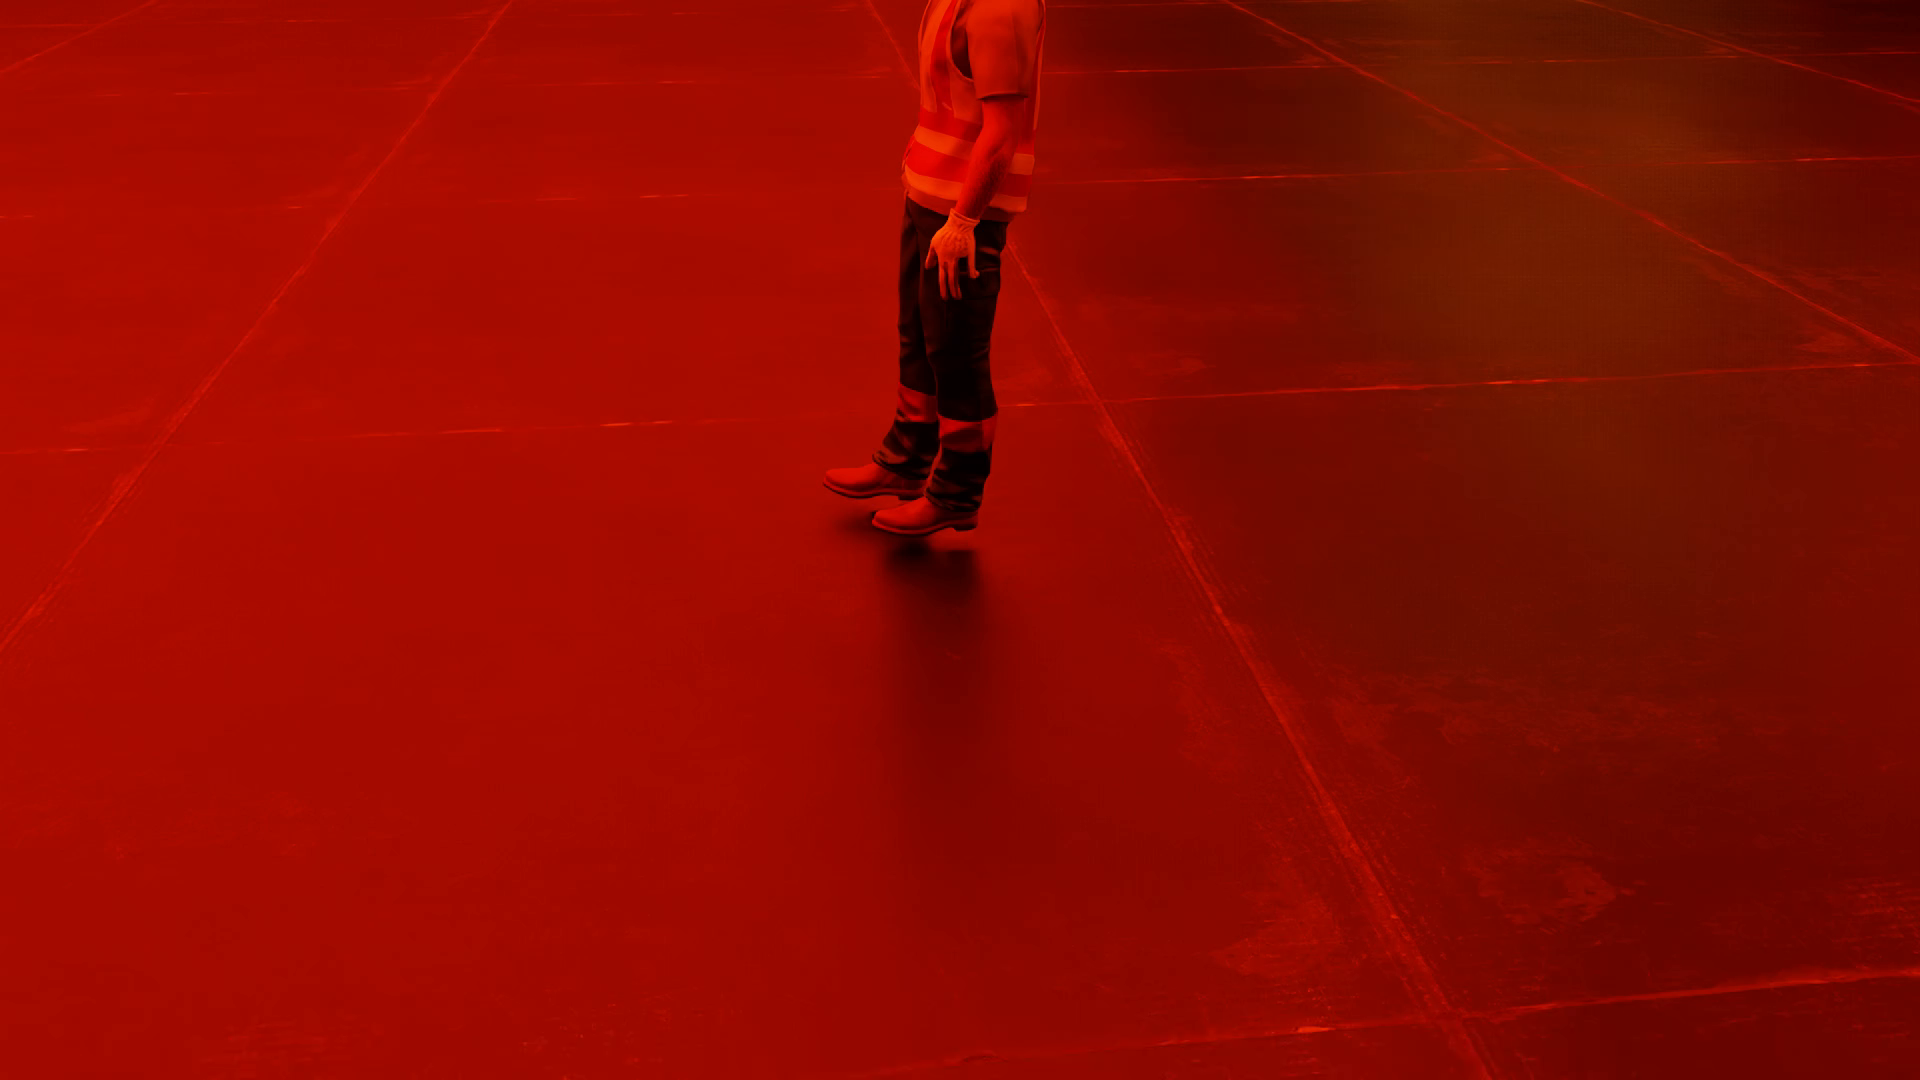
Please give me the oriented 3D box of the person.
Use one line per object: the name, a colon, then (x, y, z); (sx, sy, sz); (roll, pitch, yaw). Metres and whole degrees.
person: (-0.081, -0.850, 4.199); (0.564, 1.787, 0.637); (-3, 26, -7)
